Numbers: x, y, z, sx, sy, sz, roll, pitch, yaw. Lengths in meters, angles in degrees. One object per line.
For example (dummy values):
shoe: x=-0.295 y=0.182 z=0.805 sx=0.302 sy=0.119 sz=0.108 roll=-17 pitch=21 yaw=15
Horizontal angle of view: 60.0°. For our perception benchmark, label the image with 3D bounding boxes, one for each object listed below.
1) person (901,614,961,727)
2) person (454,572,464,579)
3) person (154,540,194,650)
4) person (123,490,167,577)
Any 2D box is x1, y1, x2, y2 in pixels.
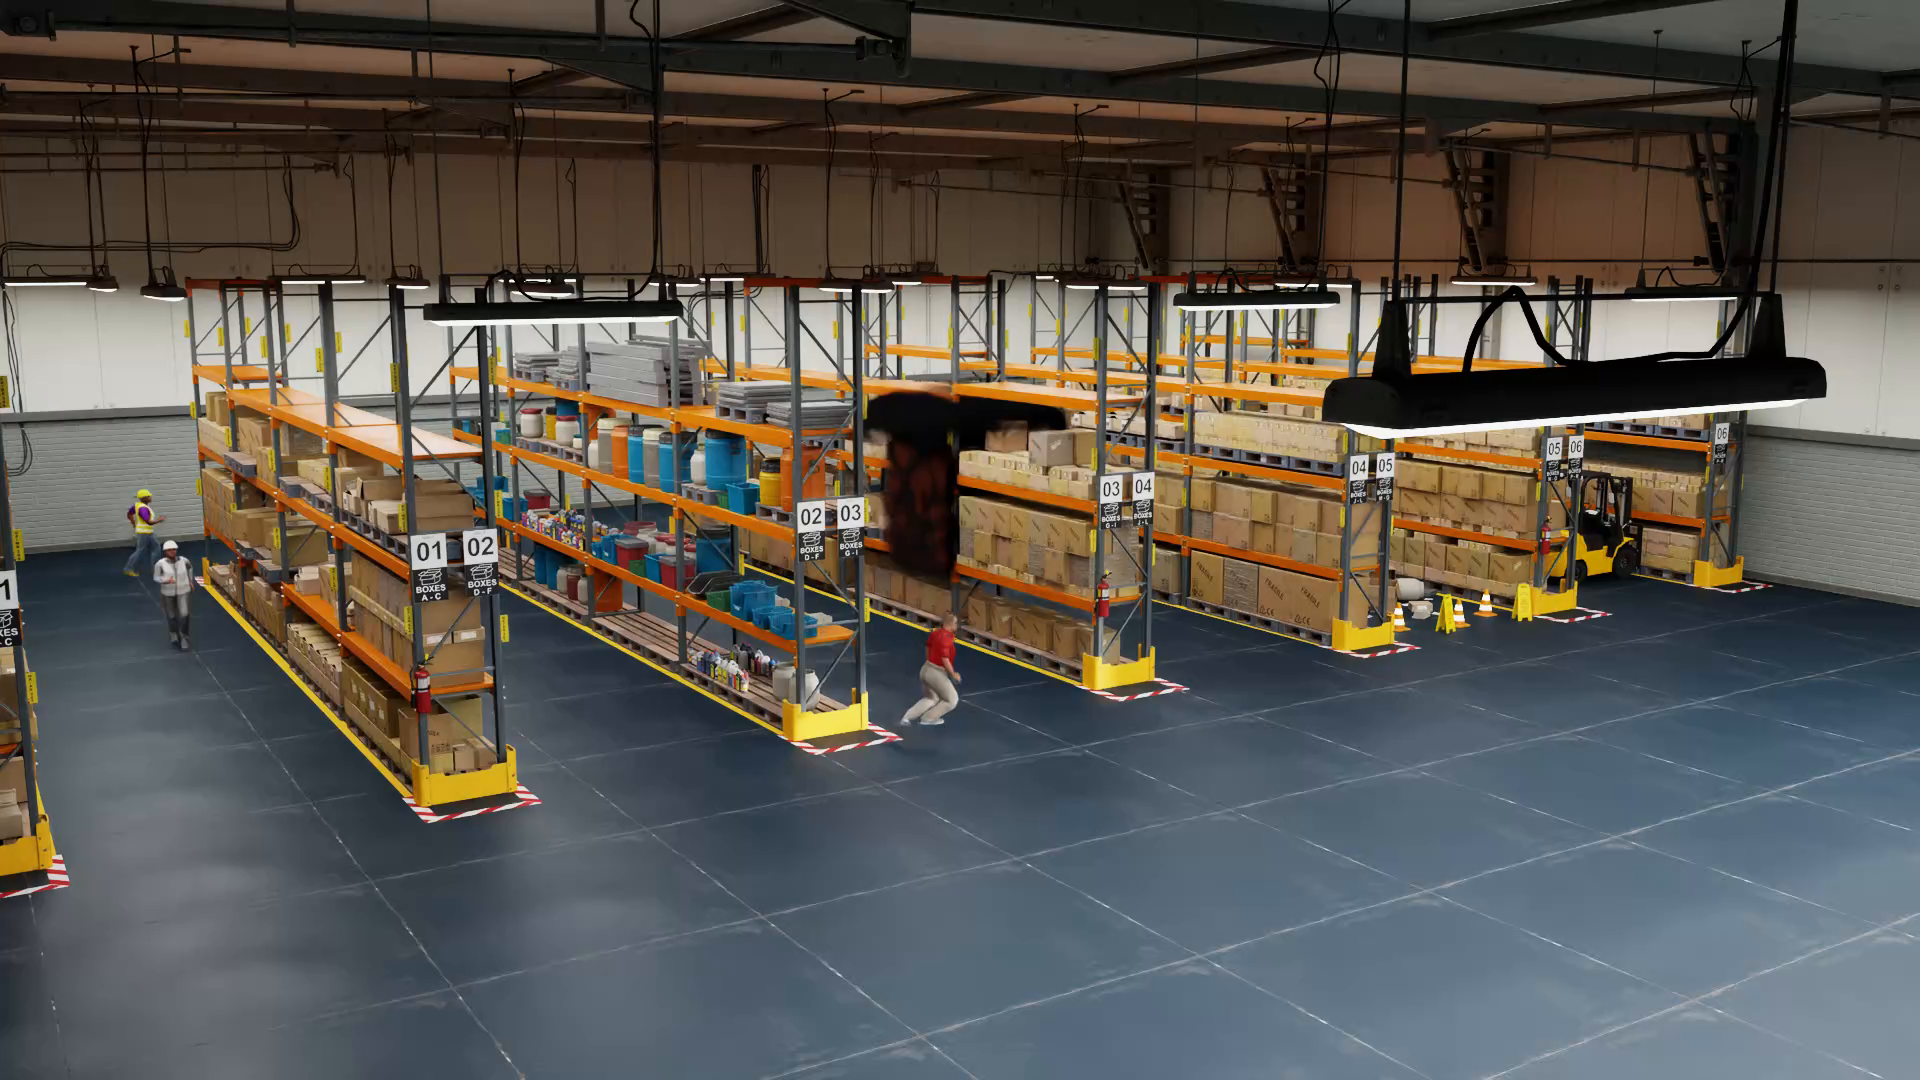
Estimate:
person: x=-0.368 y=1.736 z=21.764 sx=0.722 sy=1.543 sz=0.650 roll=-4 pitch=10 yaw=-20
person: x=-8.990 y=0.421 z=30.086 sx=0.545 sy=1.412 sz=0.825 roll=-8 pitch=13 yaw=-41
person: x=-12.906 y=0.904 z=27.345 sx=0.600 sy=1.826 sz=0.834 roll=-5 pitch=11 yaw=-26
person: x=-16.320 y=-0.100 z=33.261 sx=0.866 sy=1.822 sz=0.685 roll=-5 pitch=11 yaw=-28
